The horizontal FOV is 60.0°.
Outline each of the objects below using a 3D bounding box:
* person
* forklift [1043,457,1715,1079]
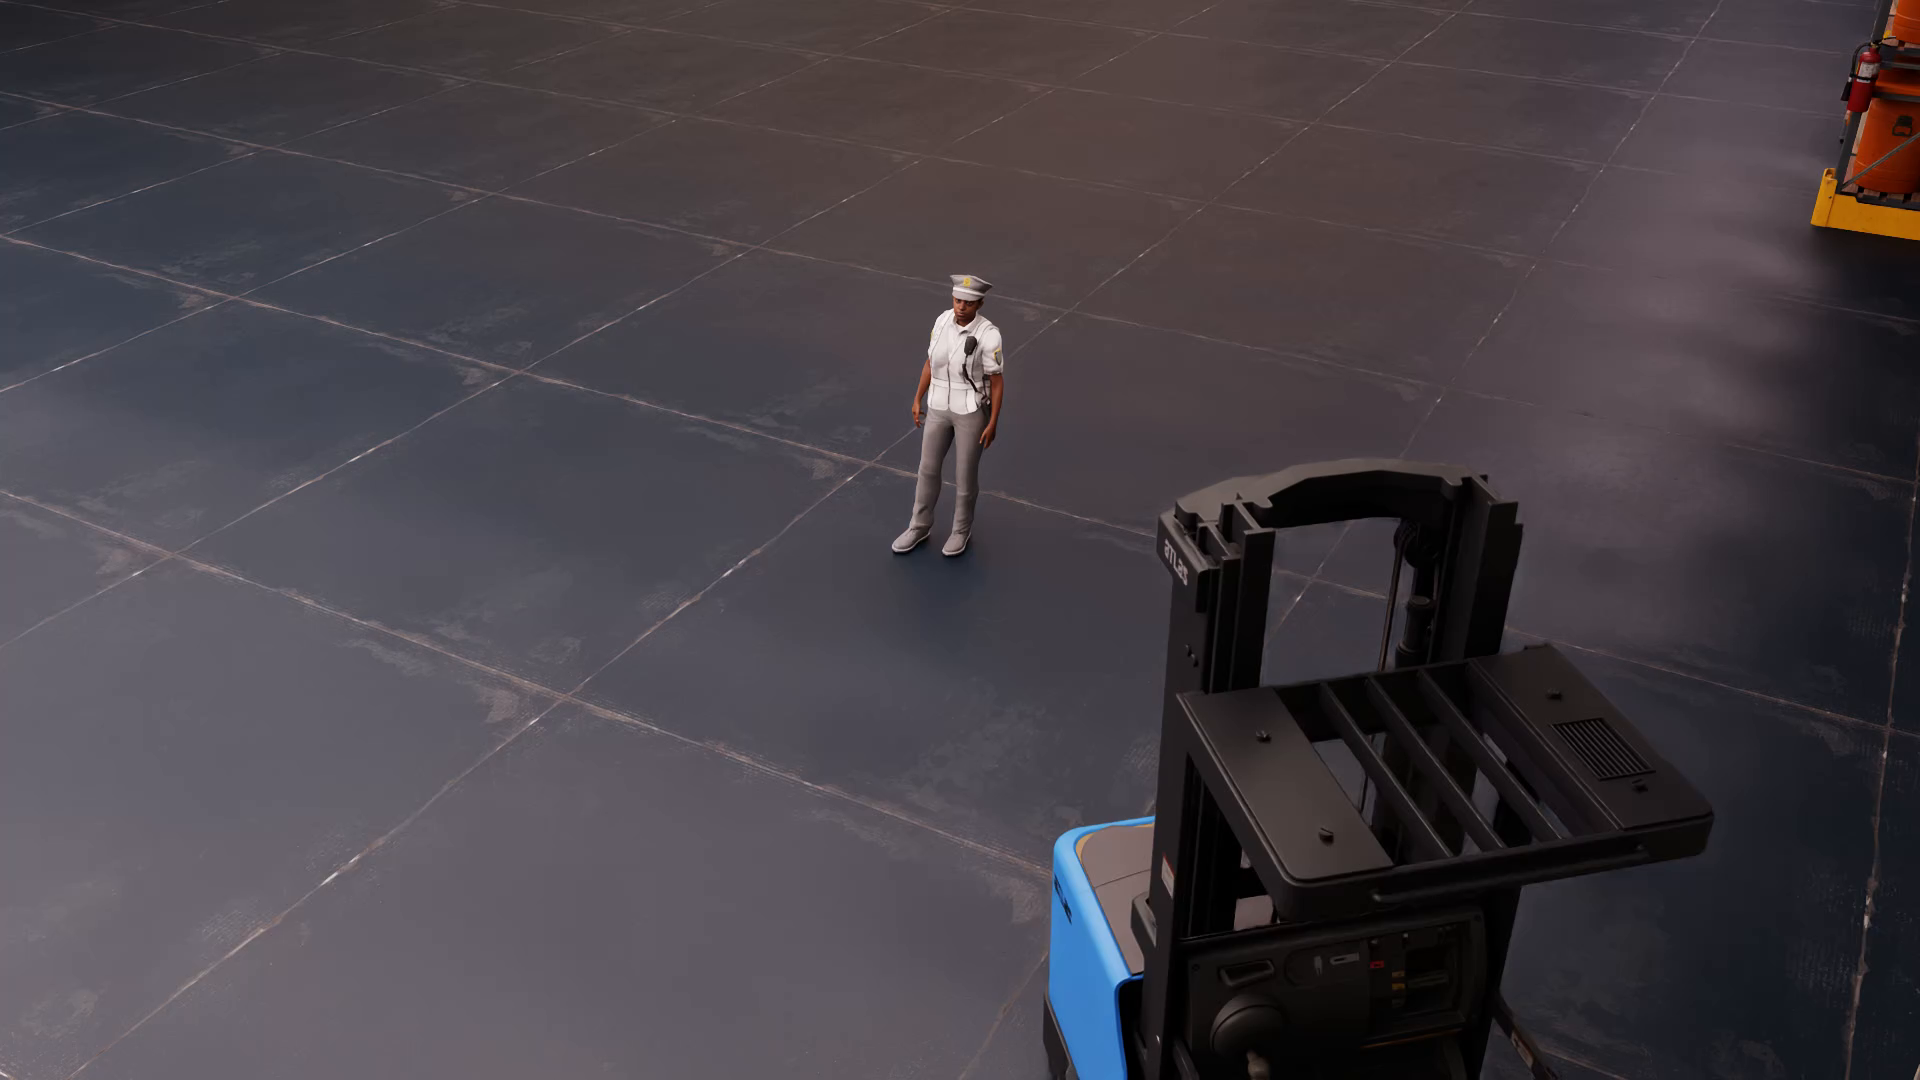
[{"bbox_3d":[-0.054,-0.712,9.527,0.569,1.695,0.528,15,33,25],"label":"person"},{"bbox_3d":[1.157,1.376,4.687,1.130,2.935,3.031,-7,31,-11],"label":"forklift"}]
